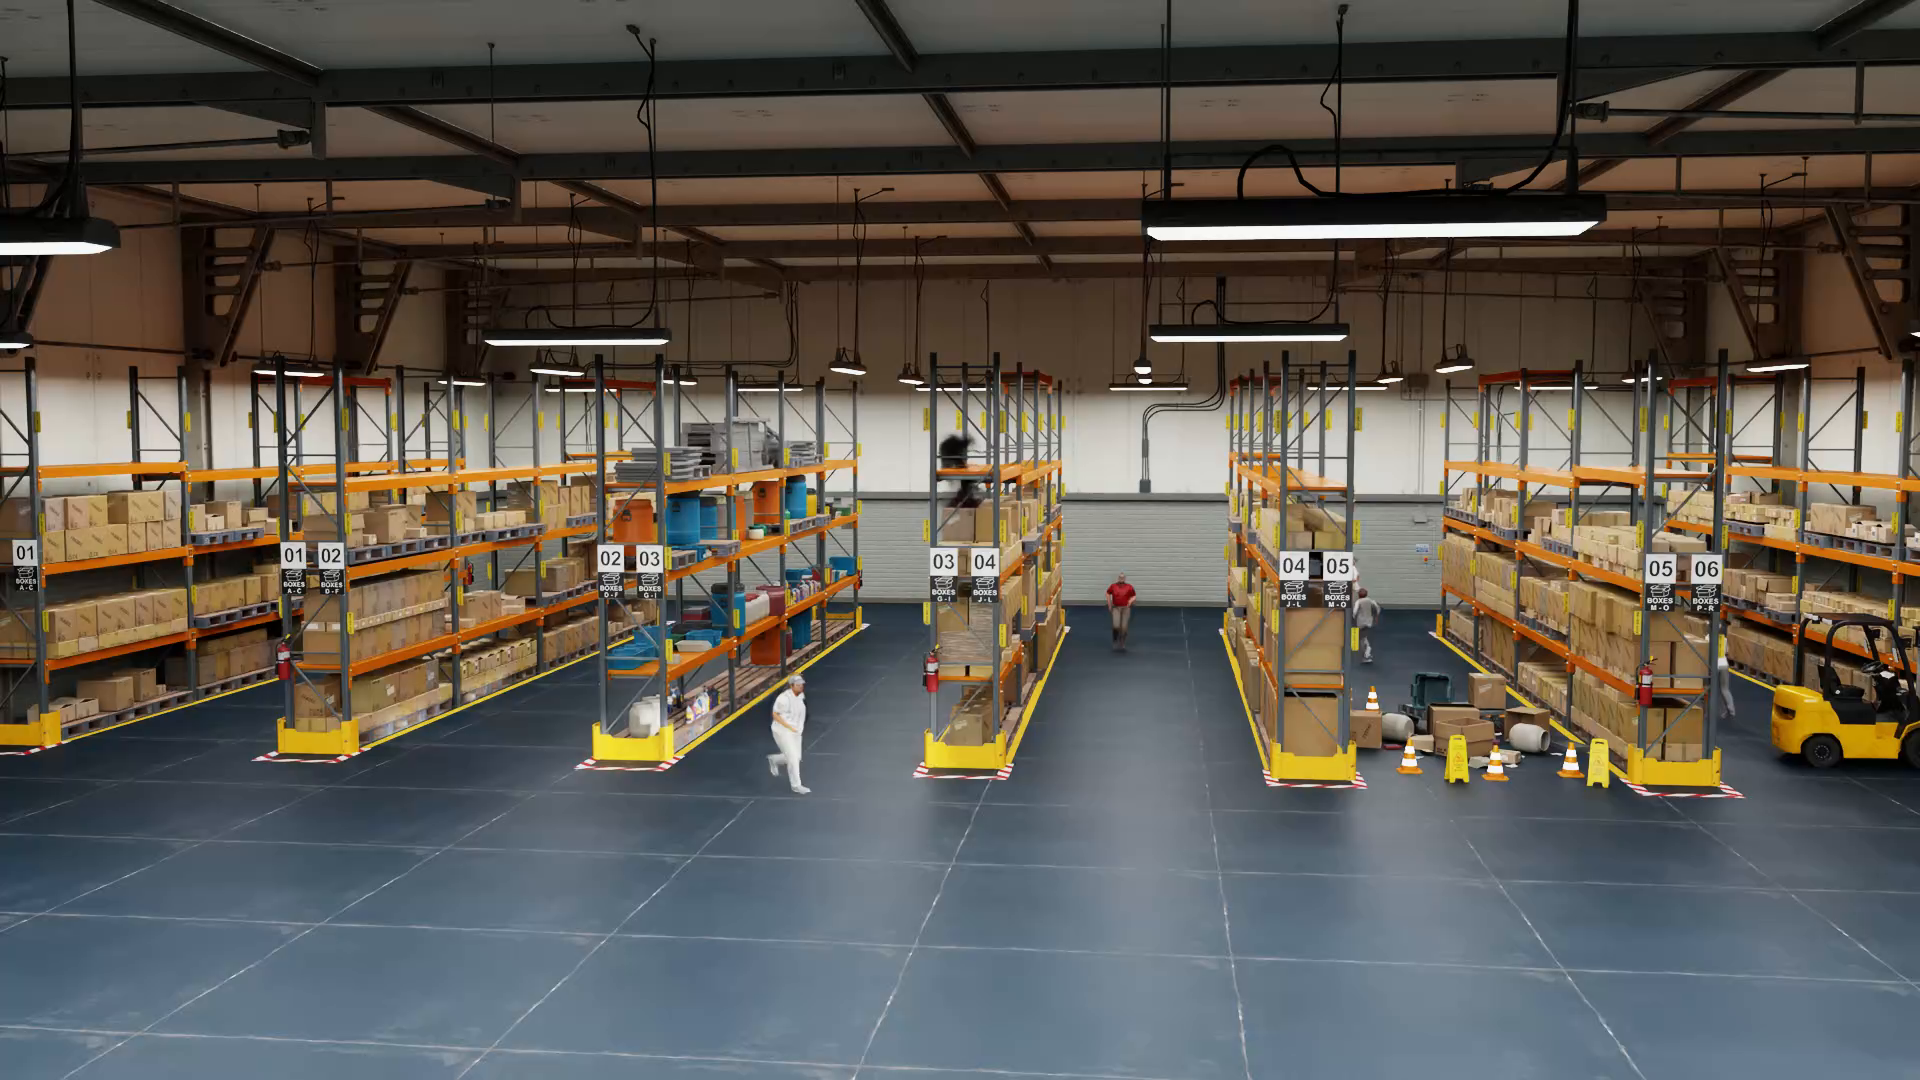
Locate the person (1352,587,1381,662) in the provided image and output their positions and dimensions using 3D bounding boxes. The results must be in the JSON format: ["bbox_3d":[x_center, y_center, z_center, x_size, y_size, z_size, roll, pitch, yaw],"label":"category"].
[{"bbox_3d":[8.490,1.770,34.799,0.612,1.553,0.504,-1,4,-11],"label":"person"}]

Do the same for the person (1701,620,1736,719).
[{"bbox_3d":[12.741,2.200,28.013,0.574,1.660,0.955,0,4,-4],"label":"person"}]

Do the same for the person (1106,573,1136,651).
[{"bbox_3d":[3.541,1.582,36.464,0.659,1.727,0.666,0,4,1],"label":"person"}]

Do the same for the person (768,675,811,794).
[{"bbox_3d":[-2.371,2.611,22.546,0.774,1.623,0.595,4,5,42],"label":"person"}]

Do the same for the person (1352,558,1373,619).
[{"bbox_3d":[9.466,1.258,40.122,0.968,1.762,0.675,0,4,4],"label":"person"}]
